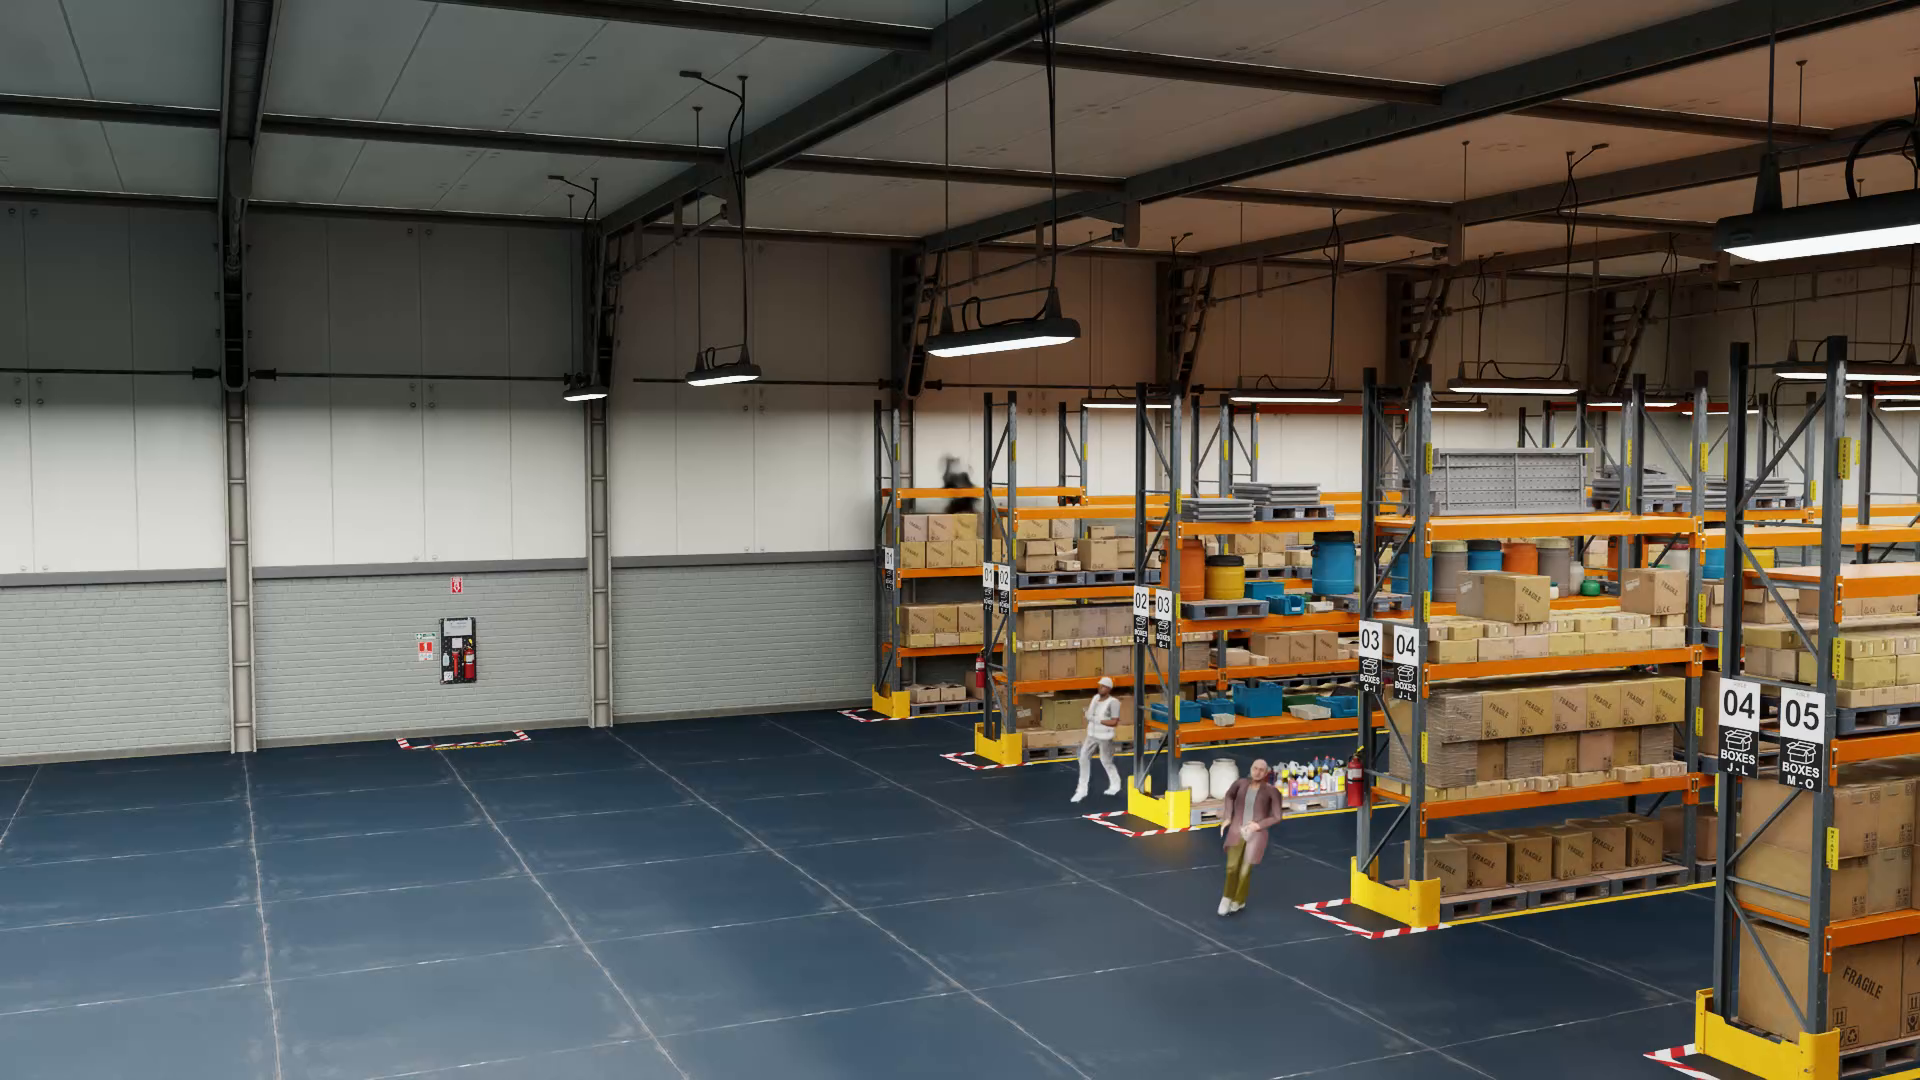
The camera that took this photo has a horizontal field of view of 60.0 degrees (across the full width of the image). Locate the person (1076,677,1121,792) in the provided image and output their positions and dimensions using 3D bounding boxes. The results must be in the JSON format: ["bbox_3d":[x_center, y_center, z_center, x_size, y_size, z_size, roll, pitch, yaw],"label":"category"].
[{"bbox_3d":[2.063,2.794,23.966,0.723,1.666,0.667,-3,4,-42],"label":"person"}]

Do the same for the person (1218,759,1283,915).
[{"bbox_3d":[3.149,3.235,18.060,0.696,1.710,0.670,1,4,21],"label":"person"}]
